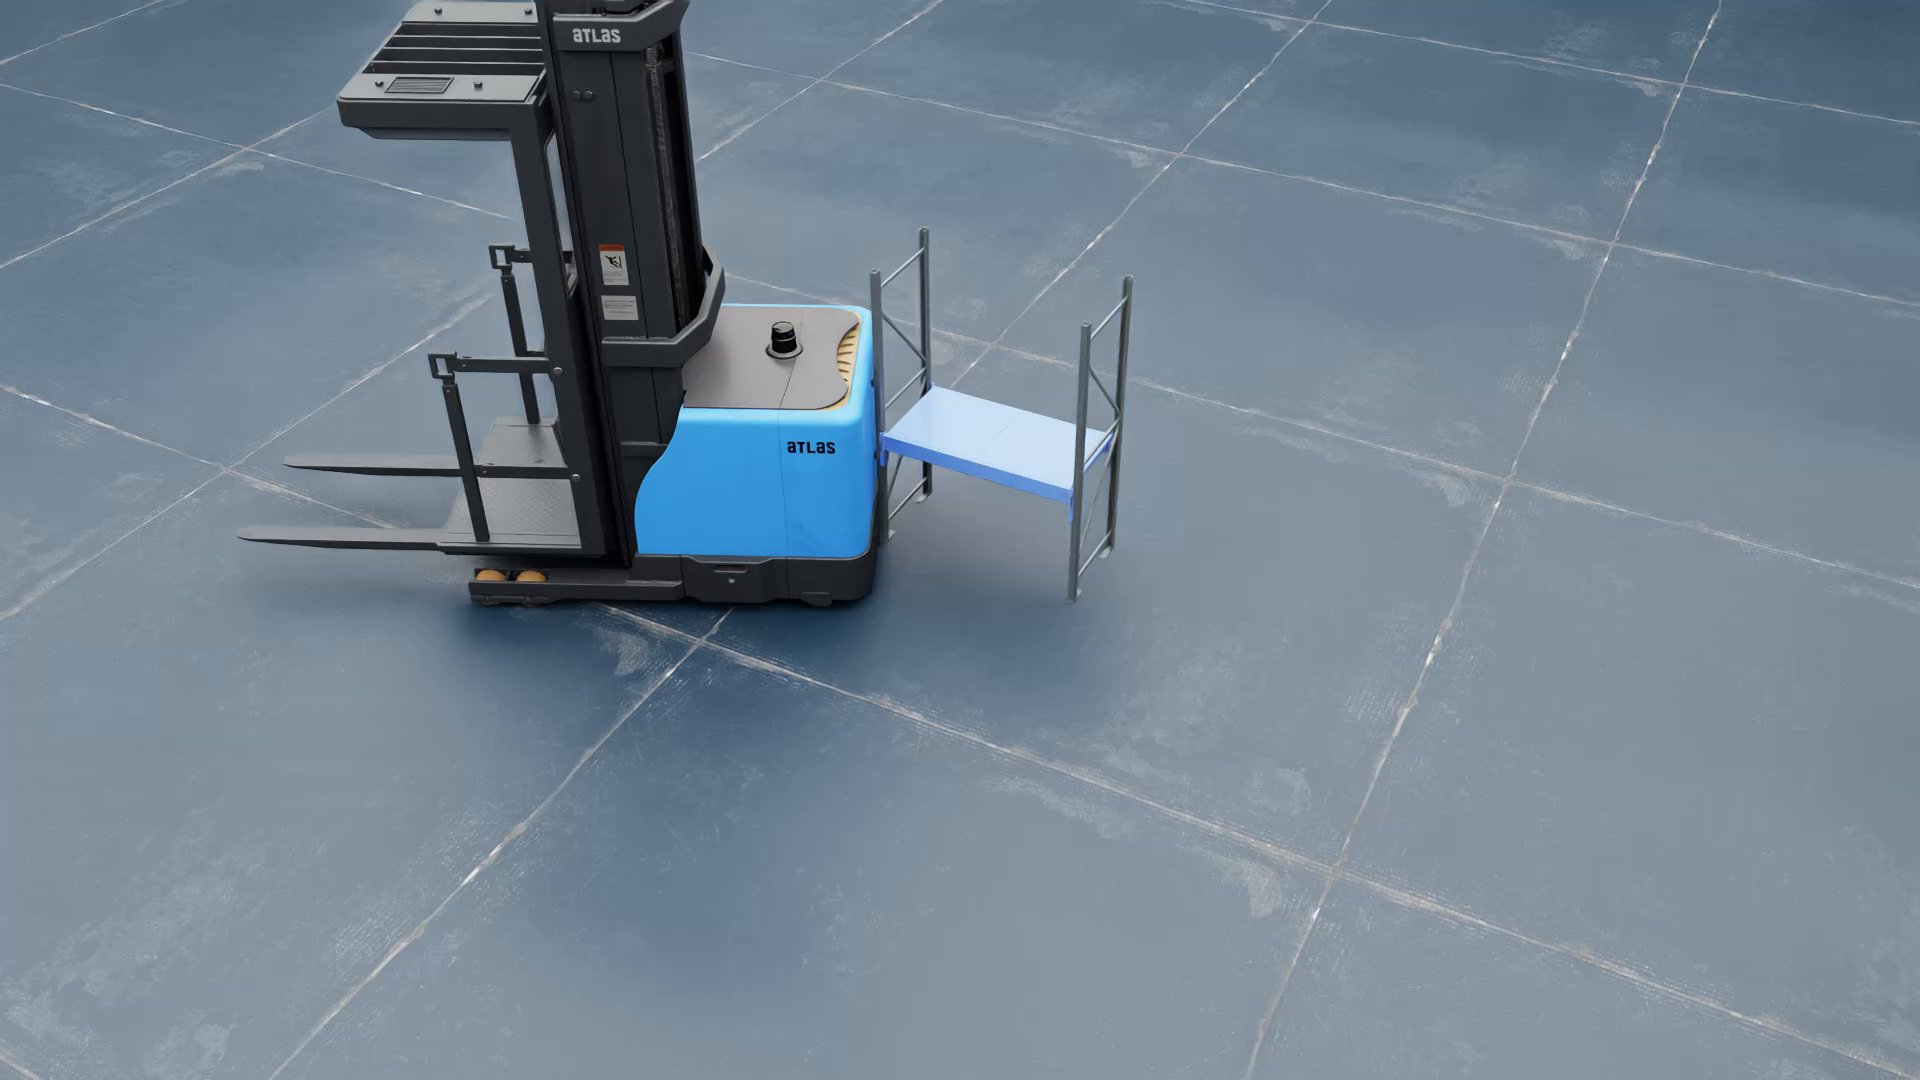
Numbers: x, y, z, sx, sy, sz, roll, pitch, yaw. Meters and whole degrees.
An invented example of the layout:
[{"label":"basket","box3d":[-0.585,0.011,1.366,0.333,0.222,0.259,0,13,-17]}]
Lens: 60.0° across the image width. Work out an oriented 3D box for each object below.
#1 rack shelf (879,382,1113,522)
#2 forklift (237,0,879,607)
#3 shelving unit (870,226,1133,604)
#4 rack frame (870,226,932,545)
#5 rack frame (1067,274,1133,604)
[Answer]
[{"label":"rack shelf","box3d":[0.182,-0.429,7.872,1.000,0.185,0.538,17,40,21]},{"label":"forklift","box3d":[-1.914,-1.175,7.374,3.031,2.935,1.130,1,37,2]},{"label":"shelving unit","box3d":[0.182,-0.572,7.764,1.048,1.500,0.538,17,40,21]},{"label":"rack frame","box3d":[-0.270,-0.713,7.949,0.032,1.500,0.500,17,40,21]},{"label":"rack frame","box3d":[0.634,-0.432,7.578,0.032,1.500,0.500,17,40,21]}]
